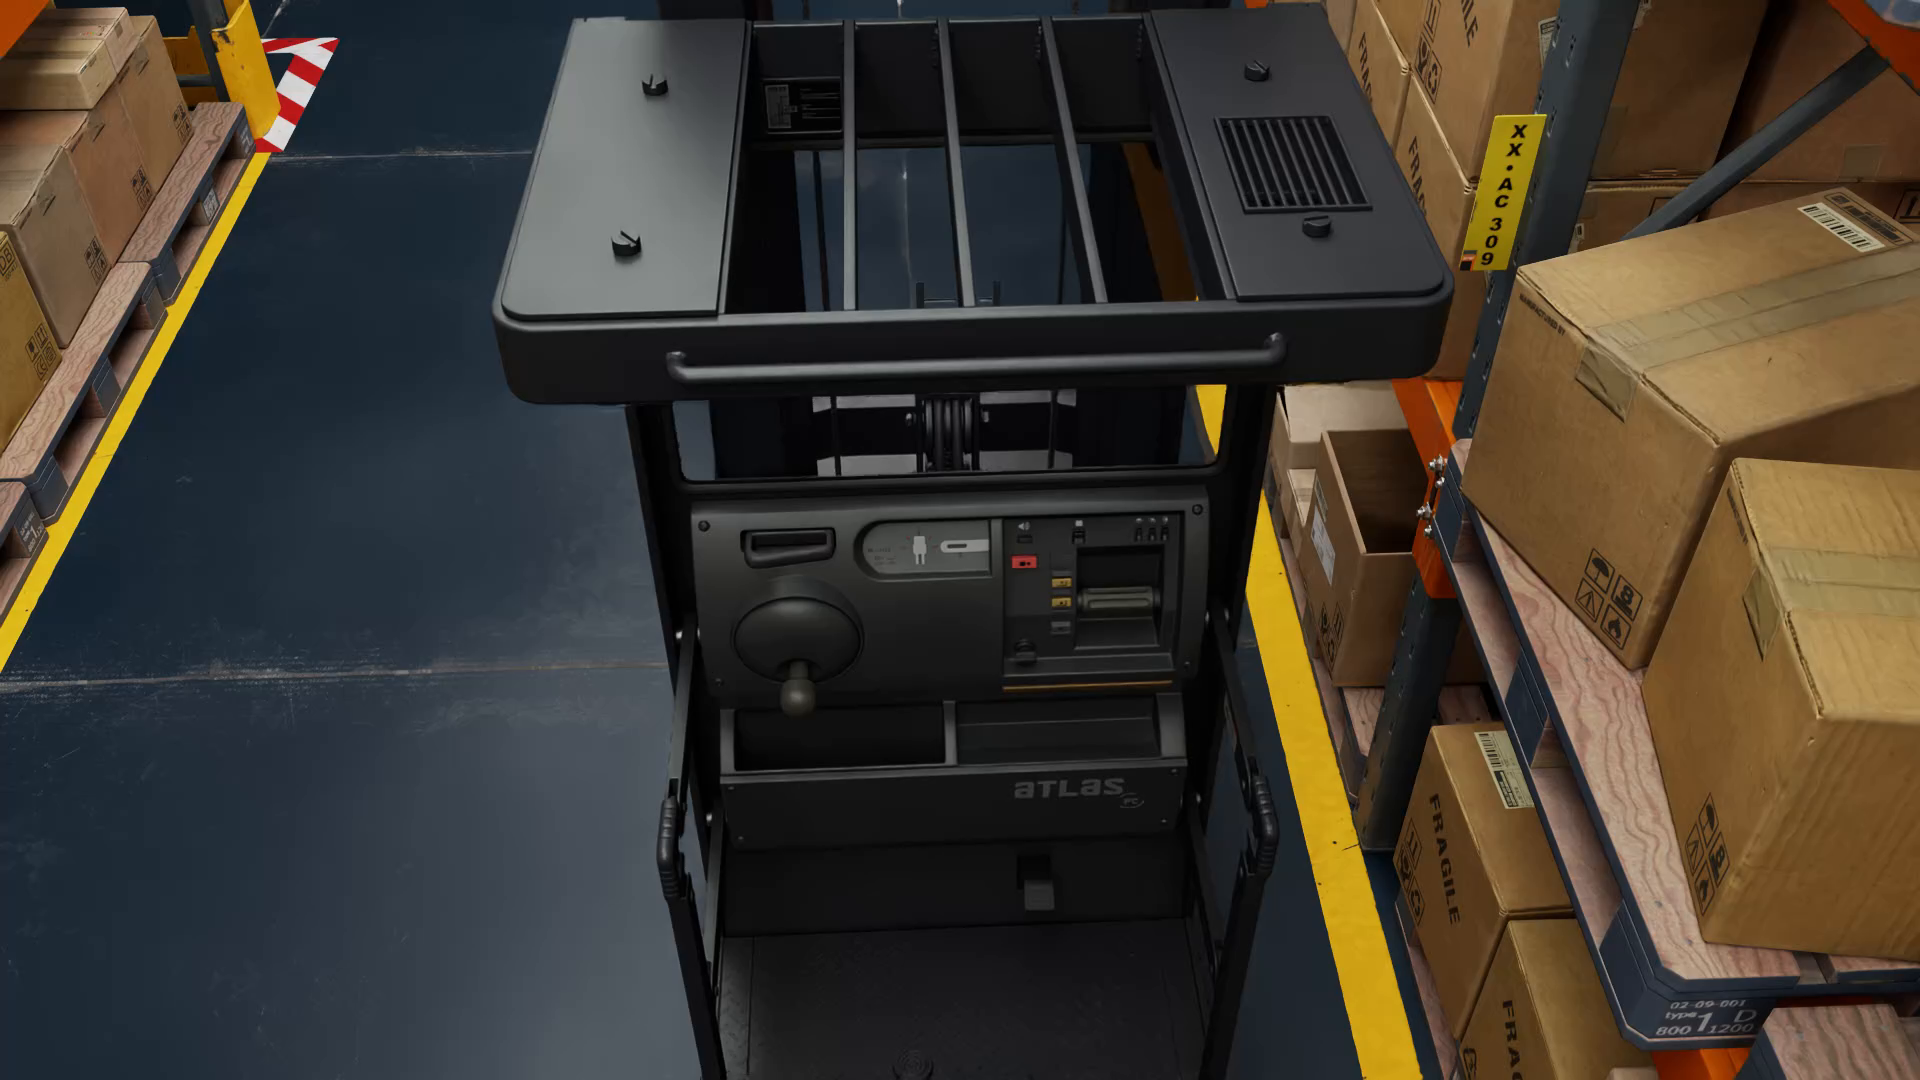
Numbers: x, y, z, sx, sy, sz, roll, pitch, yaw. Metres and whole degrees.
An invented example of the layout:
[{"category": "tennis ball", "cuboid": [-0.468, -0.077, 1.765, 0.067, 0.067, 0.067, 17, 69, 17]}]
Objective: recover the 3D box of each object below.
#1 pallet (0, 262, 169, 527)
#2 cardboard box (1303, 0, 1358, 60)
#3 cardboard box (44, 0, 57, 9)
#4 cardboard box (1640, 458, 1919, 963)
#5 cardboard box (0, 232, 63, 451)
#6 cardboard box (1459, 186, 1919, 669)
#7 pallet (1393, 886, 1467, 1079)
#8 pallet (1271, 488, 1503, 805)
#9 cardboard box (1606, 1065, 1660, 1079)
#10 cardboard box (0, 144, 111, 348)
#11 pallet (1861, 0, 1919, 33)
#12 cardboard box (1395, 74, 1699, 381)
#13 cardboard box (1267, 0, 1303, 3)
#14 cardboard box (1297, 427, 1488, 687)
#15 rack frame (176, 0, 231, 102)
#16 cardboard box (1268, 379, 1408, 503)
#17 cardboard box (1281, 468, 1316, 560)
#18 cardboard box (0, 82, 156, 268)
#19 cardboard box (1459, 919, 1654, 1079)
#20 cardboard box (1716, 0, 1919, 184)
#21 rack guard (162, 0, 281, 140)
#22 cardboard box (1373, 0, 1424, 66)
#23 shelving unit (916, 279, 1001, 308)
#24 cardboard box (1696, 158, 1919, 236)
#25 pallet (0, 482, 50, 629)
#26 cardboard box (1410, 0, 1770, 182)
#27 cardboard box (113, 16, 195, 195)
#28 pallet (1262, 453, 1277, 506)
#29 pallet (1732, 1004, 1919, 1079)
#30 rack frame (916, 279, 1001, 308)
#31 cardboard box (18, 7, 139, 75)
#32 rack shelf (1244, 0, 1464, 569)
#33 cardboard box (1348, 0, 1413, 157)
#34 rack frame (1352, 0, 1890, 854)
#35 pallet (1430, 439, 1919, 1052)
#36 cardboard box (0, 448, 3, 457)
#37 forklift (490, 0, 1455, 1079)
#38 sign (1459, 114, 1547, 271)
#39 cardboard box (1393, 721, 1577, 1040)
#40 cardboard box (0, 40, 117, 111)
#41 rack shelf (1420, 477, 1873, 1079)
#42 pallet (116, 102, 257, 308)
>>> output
[{"category": "pallet", "cuboid": [-3.408, -0.510, 5.651, 1.003, 0.211, 1.213, -2, 43, -2]}, {"category": "cardboard box", "cuboid": [1.225, -1.403, 4.487, 0.500, 0.500, 0.500, -1, 43, -1]}, {"category": "cardboard box", "cuboid": [-3.645, -1.979, 6.248, 0.380, 0.149, 0.250, -1, 43, -2]}, {"category": "cardboard box", "cuboid": [1.439, 0.255, 2.367, 0.700, 0.500, 0.500, 5, 43, 5]}, {"category": "cardboard box", "cuboid": [-3.366, -0.624, 5.250, 0.700, 0.500, 0.500, -1, 43, -1]}, {"category": "cardboard box", "cuboid": [1.347, -0.207, 2.871, 0.700, 0.500, 0.500, -15, 45, -16]}, {"category": "pallet", "cuboid": [1.622, 1.234, 3.747, 1.003, 0.211, 1.213, -2, 43, -2]}, {"category": "pallet", "cuboid": [1.522, 0.223, 4.851, 1.003, 0.211, 1.213, -2, 43, -2]}, {"category": "cardboard box", "cuboid": [1.369, 1.150, 2.745, 0.500, 0.250, 0.500, -2, 43, -2]}, {"category": "cardboard box", "cuboid": [-3.396, -0.984, 5.642, 0.700, 0.500, 0.500, -3, 43, -3]}, {"category": "pallet", "cuboid": [1.507, -0.936, 1.970, 1.213, 0.211, 1.003, -2, 43, -2]}, {"category": "cardboard box", "cuboid": [1.272, -0.709, 3.729, 0.500, 0.500, 0.500, -1, 43, -1]}, {"category": "cardboard box", "cuboid": [1.201, -1.747, 4.862, 0.500, 0.500, 0.500, -1, 43, -1]}, {"category": "cardboard box", "cuboid": [1.242, 0.041, 4.510, 0.500, 0.500, 0.500, -2, 43, -2]}, {"category": "rack frame", "cuboid": [-3.569, -2.897, 6.191, 1.000, 3.000, 0.127, -2, 43, -2]}, {"category": "cardboard box", "cuboid": [1.210, -0.396, 5.126, 0.500, 0.311, 0.500, -2, 43, -2]}, {"category": "cardboard box", "cuboid": [1.166, -0.081, 4.903, 0.380, 0.149, 0.250, -2, 43, -2]}, {"category": "cardboard box", "cuboid": [-3.418, -1.323, 6.013, 0.700, 0.500, 0.500, -2, 43, -2]}, {"category": "cardboard box", "cuboid": [1.361, 1.111, 3.342, 0.500, 0.500, 0.500, -1, 43, -1]}, {"category": "cardboard box", "cuboid": [1.811, -1.073, 3.387, 0.500, 0.500, 0.500, -1, 43, -1]}, {"category": "rack guard", "cuboid": [-3.570, -1.992, 7.053, 1.175, 0.500, 0.348, -2, 43, -2]}, {"category": "cardboard box", "cuboid": [1.245, -1.427, 3.773, 0.500, 0.500, 0.500, -2, 43, -3]}, {"category": "shelving unit", "cuboid": [0.000, -0.337, 4.952, 0.258, 0.900, 0.210, -2, 43, -2]}, {"category": "cardboard box", "cuboid": [1.800, -0.731, 3.753, 0.500, 0.500, 0.500, -1, 43, -1]}, {"category": "pallet", "cuboid": [-3.353, 0.315, 4.750, 1.003, 0.211, 1.213, -2, 43, -2]}, {"category": "cardboard box", "cuboid": [1.270, -1.081, 3.396, 0.500, 0.500, 0.500, -1, 43, -2]}, {"category": "cardboard box", "cuboid": [-3.439, -1.661, 6.381, 0.700, 0.500, 0.500, -2, 43, -2]}, {"category": "pallet", "cuboid": [1.467, -0.603, 5.752, 1.003, 0.211, 1.213, -2, 43, -2]}, {"category": "pallet", "cuboid": [1.633, 1.117, 1.954, 1.003, 0.211, 1.213, -2, 43, -2]}, {"category": "rack frame", "cuboid": [-0.005, -0.406, 5.027, 0.240, 0.900, 0.006, -2, 43, -2]}, {"category": "cardboard box", "cuboid": [-3.252, -1.819, 6.073, 0.380, 0.149, 0.250, -2, 43, -2]}, {"category": "rack shelf", "cuboid": [1.465, -1.427, 5.119, 1.077, 0.370, 4.000, -2, 43, -2]}, {"category": "cardboard box", "cuboid": [1.249, -1.057, 4.109, 0.500, 0.500, 0.500, -1, 43, -1]}, {"category": "rack frame", "cuboid": [1.550, -0.342, 3.403, 1.000, 3.000, 0.127, -2, 43, -2]}, {"category": "pallet", "cuboid": [1.475, 0.272, 2.876, 1.003, 0.211, 1.213, -2, 43, -2]}, {"category": "cardboard box", "cuboid": [-3.347, -0.277, 4.872, 0.700, 0.500, 0.500, -2, 43, -2]}, {"category": "forklift", "cuboid": [0.000, 0.197, 2.866, 1.130, 2.935, 3.031, -2, 43, -2]}, {"category": "sign", "cuboid": [1.008, -0.640, 3.088, 0.100, 0.325, 0.005, -2, 43, -2]}, {"category": "cardboard box", "cuboid": [1.327, 0.751, 3.735, 0.500, 0.500, 0.500, -3, 43, -4]}, {"category": "cardboard box", "cuboid": [-3.240, -1.646, 5.885, 0.380, 0.149, 0.250, -1, 43, -1]}, {"category": "rack shelf", "cuboid": [1.635, 1.274, 2.173, 1.077, 0.370, 4.000, -2, 43, -2]}, {"category": "pallet", "cuboid": [-3.457, -1.332, 6.547, 1.003, 0.211, 1.213, -2, 43, -2]}]
